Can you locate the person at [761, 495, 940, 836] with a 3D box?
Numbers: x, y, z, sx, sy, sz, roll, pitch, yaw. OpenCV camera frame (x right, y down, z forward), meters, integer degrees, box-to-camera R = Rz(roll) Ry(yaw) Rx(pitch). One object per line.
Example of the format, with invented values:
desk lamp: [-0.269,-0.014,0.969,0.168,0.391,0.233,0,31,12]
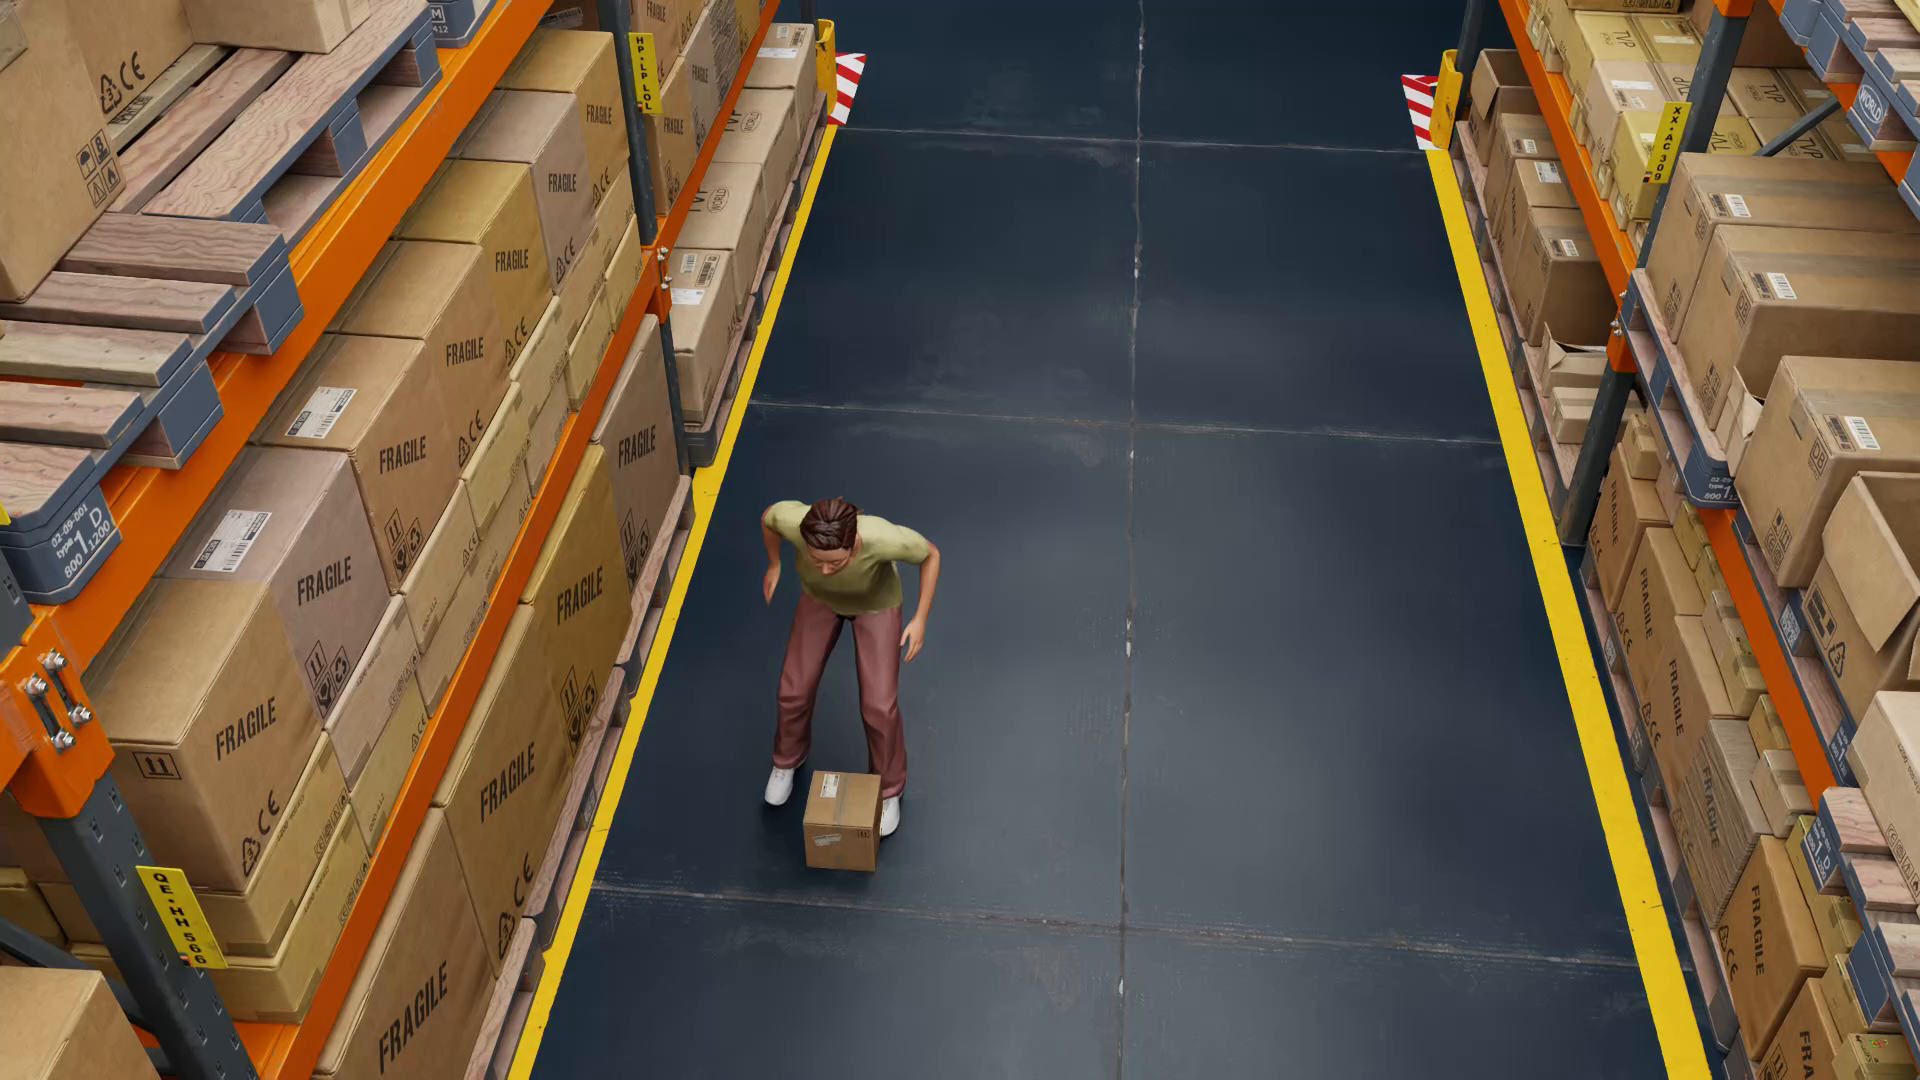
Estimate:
person: [-0.408,0.340,5.882,0.652,1.514,0.607,7,41,9]
